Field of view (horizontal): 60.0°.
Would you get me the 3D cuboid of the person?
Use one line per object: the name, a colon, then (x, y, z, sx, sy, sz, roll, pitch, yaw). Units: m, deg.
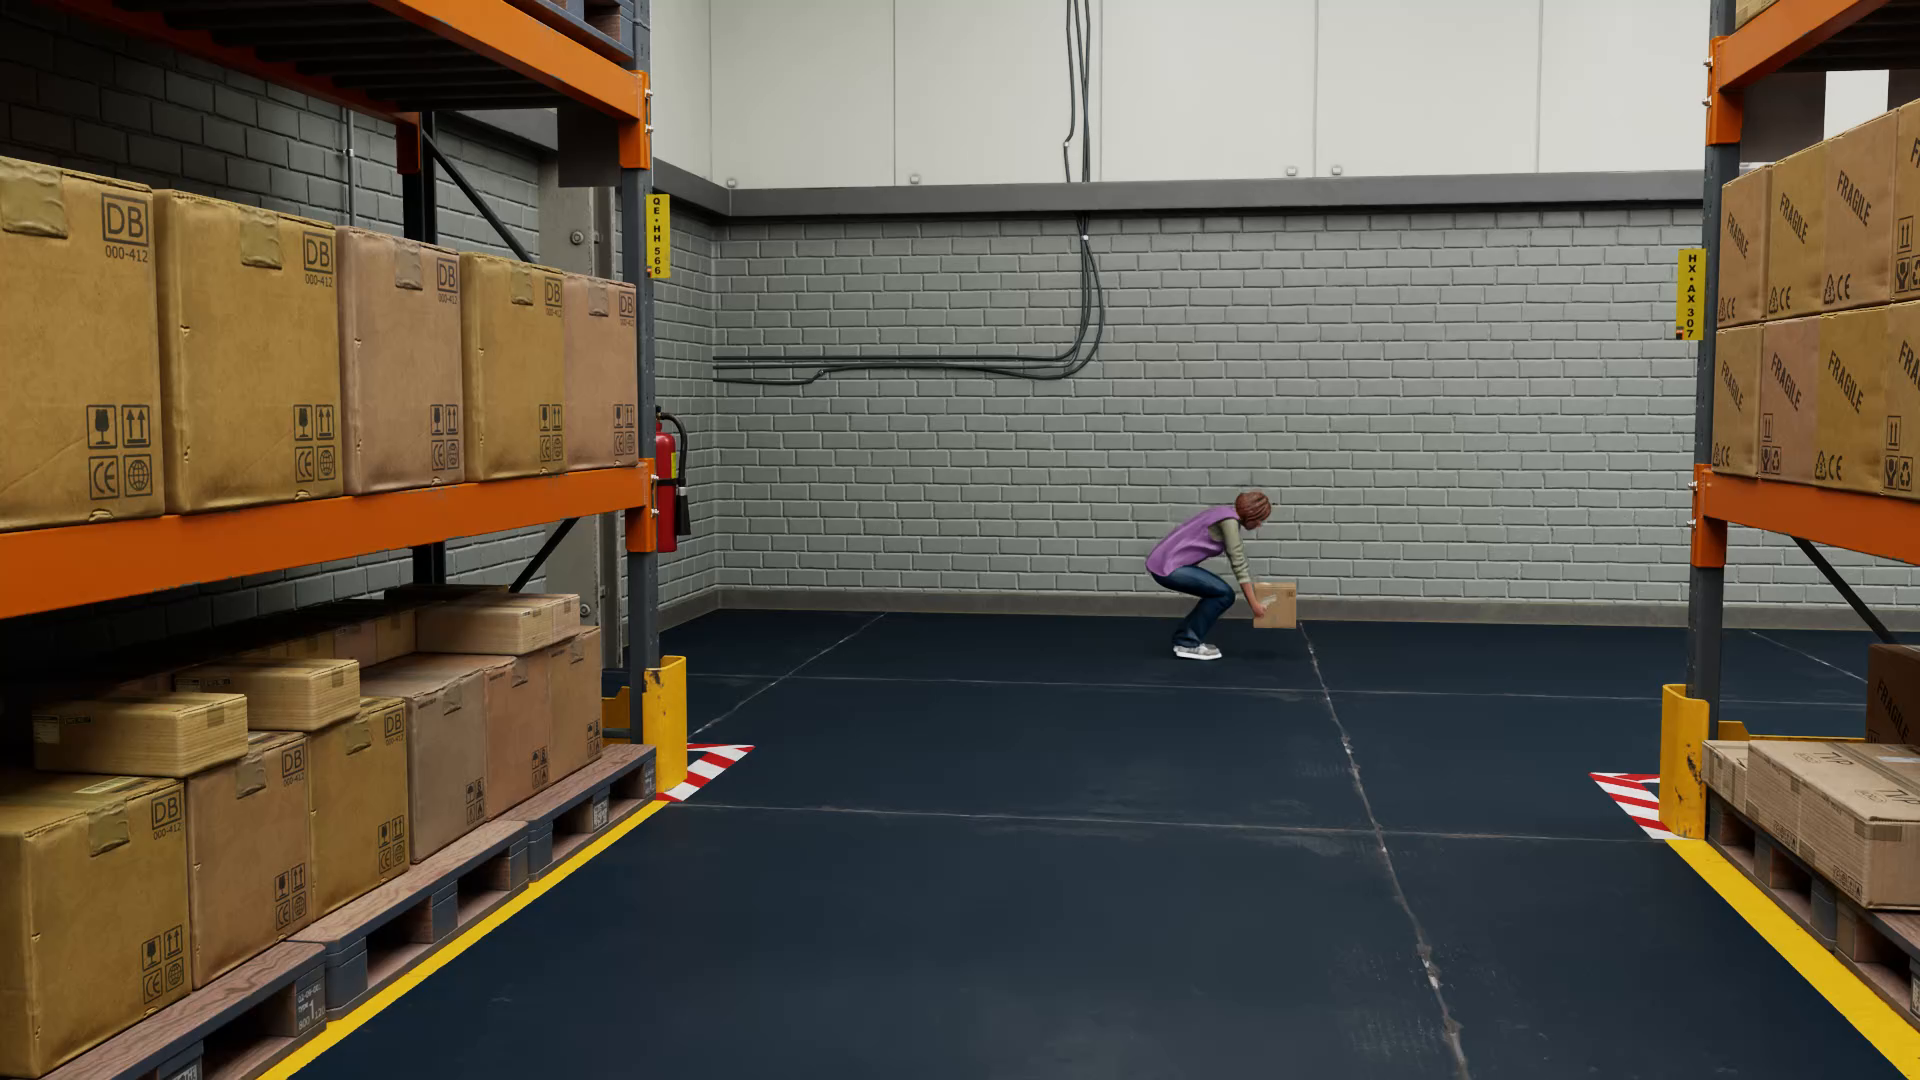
person: (1.508, 0.209, 10.151, 0.761, 1.016, 0.453, 1, 5, 9)
